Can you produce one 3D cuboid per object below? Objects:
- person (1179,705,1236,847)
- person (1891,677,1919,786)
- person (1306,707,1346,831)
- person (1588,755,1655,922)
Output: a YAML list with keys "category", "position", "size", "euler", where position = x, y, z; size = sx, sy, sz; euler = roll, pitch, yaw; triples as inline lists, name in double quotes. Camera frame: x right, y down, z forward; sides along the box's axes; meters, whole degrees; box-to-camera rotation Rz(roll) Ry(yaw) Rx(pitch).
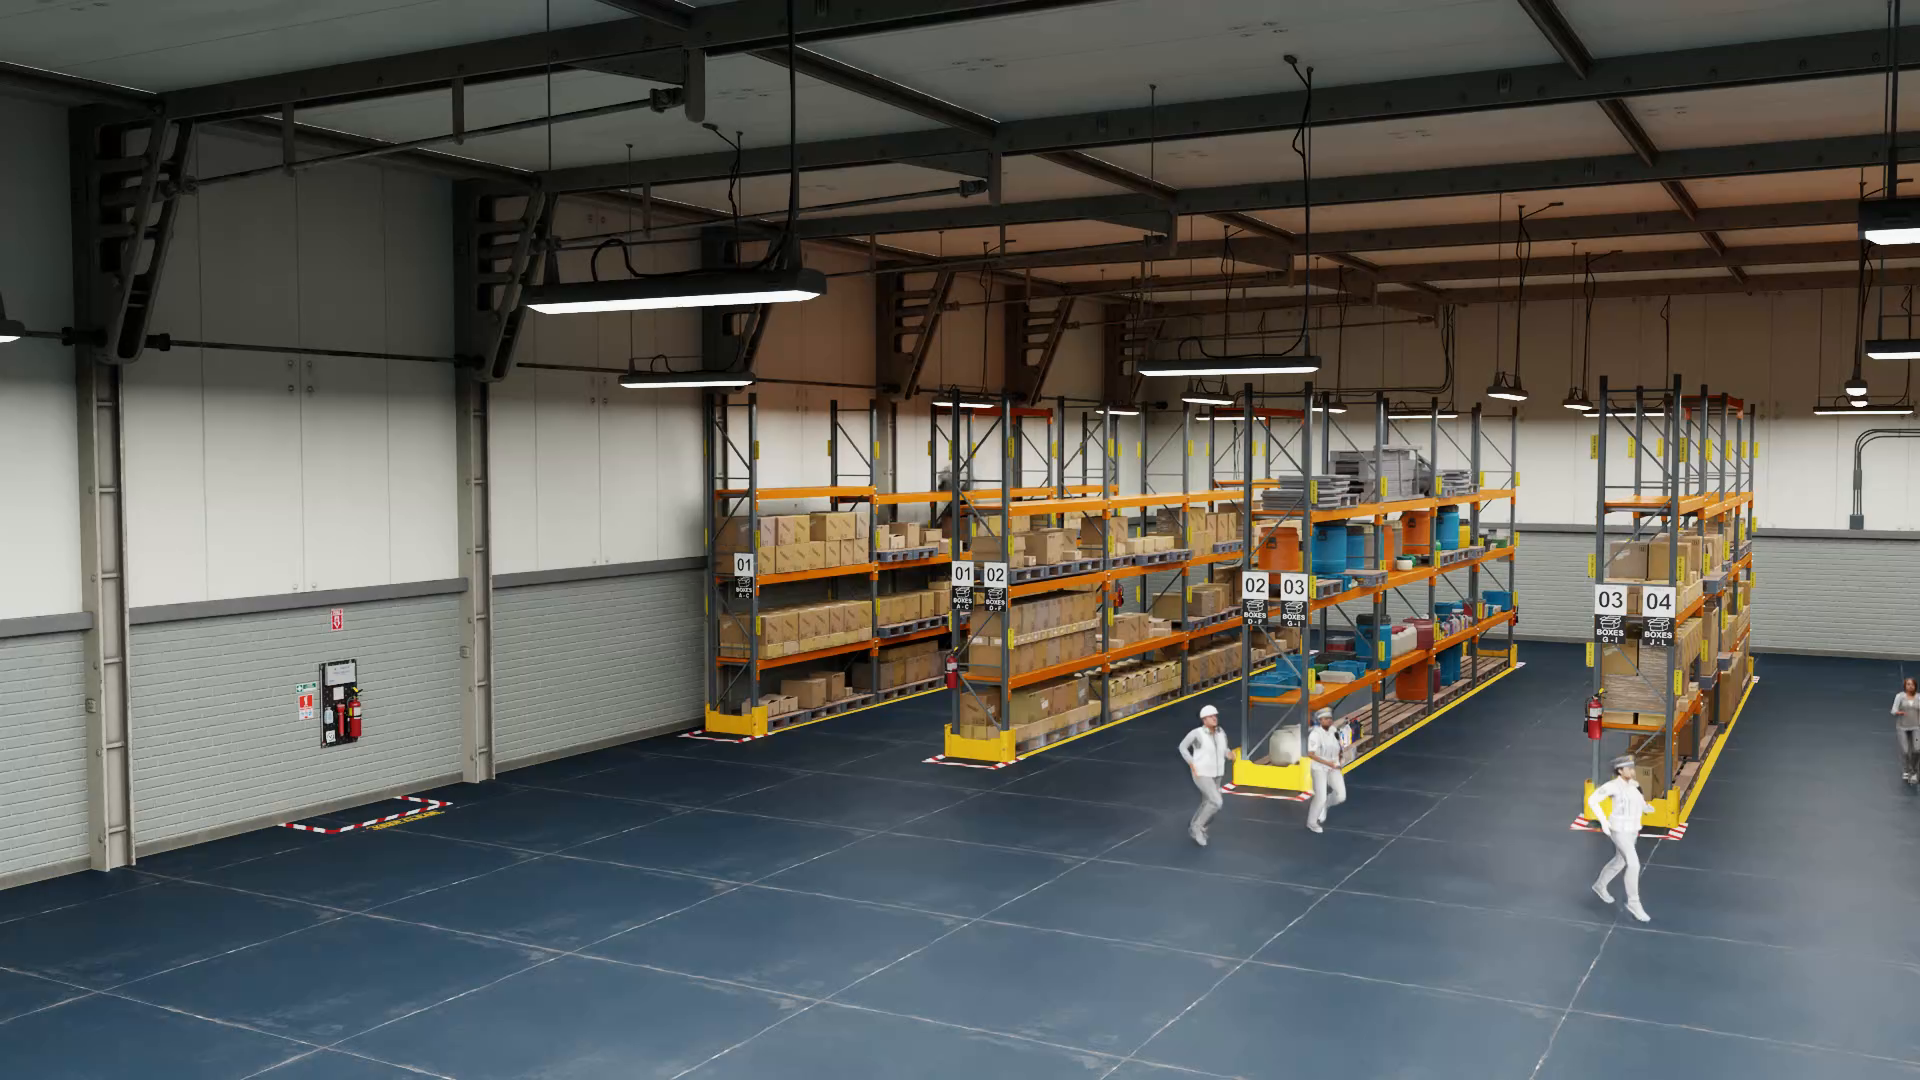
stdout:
- category: "person"
  position: [3.186, 2.990, 21.107]
  size: [0.631, 1.788, 0.704]
  euler: [-2, 4, -36]
- category: "person"
  position: [14.212, 2.862, 24.870]
  size: [0.514, 1.614, 0.635]
  euler: [2, 4, 29]
- category: "person"
  position: [4.814, 3.001, 21.747]
  size: [0.607, 1.659, 0.669]
  euler: [-1, 3, -23]
- category: "person"
  position: [7.158, 3.174, 17.970]
  size: [0.587, 1.742, 0.807]
  euler: [-2, 4, -34]
